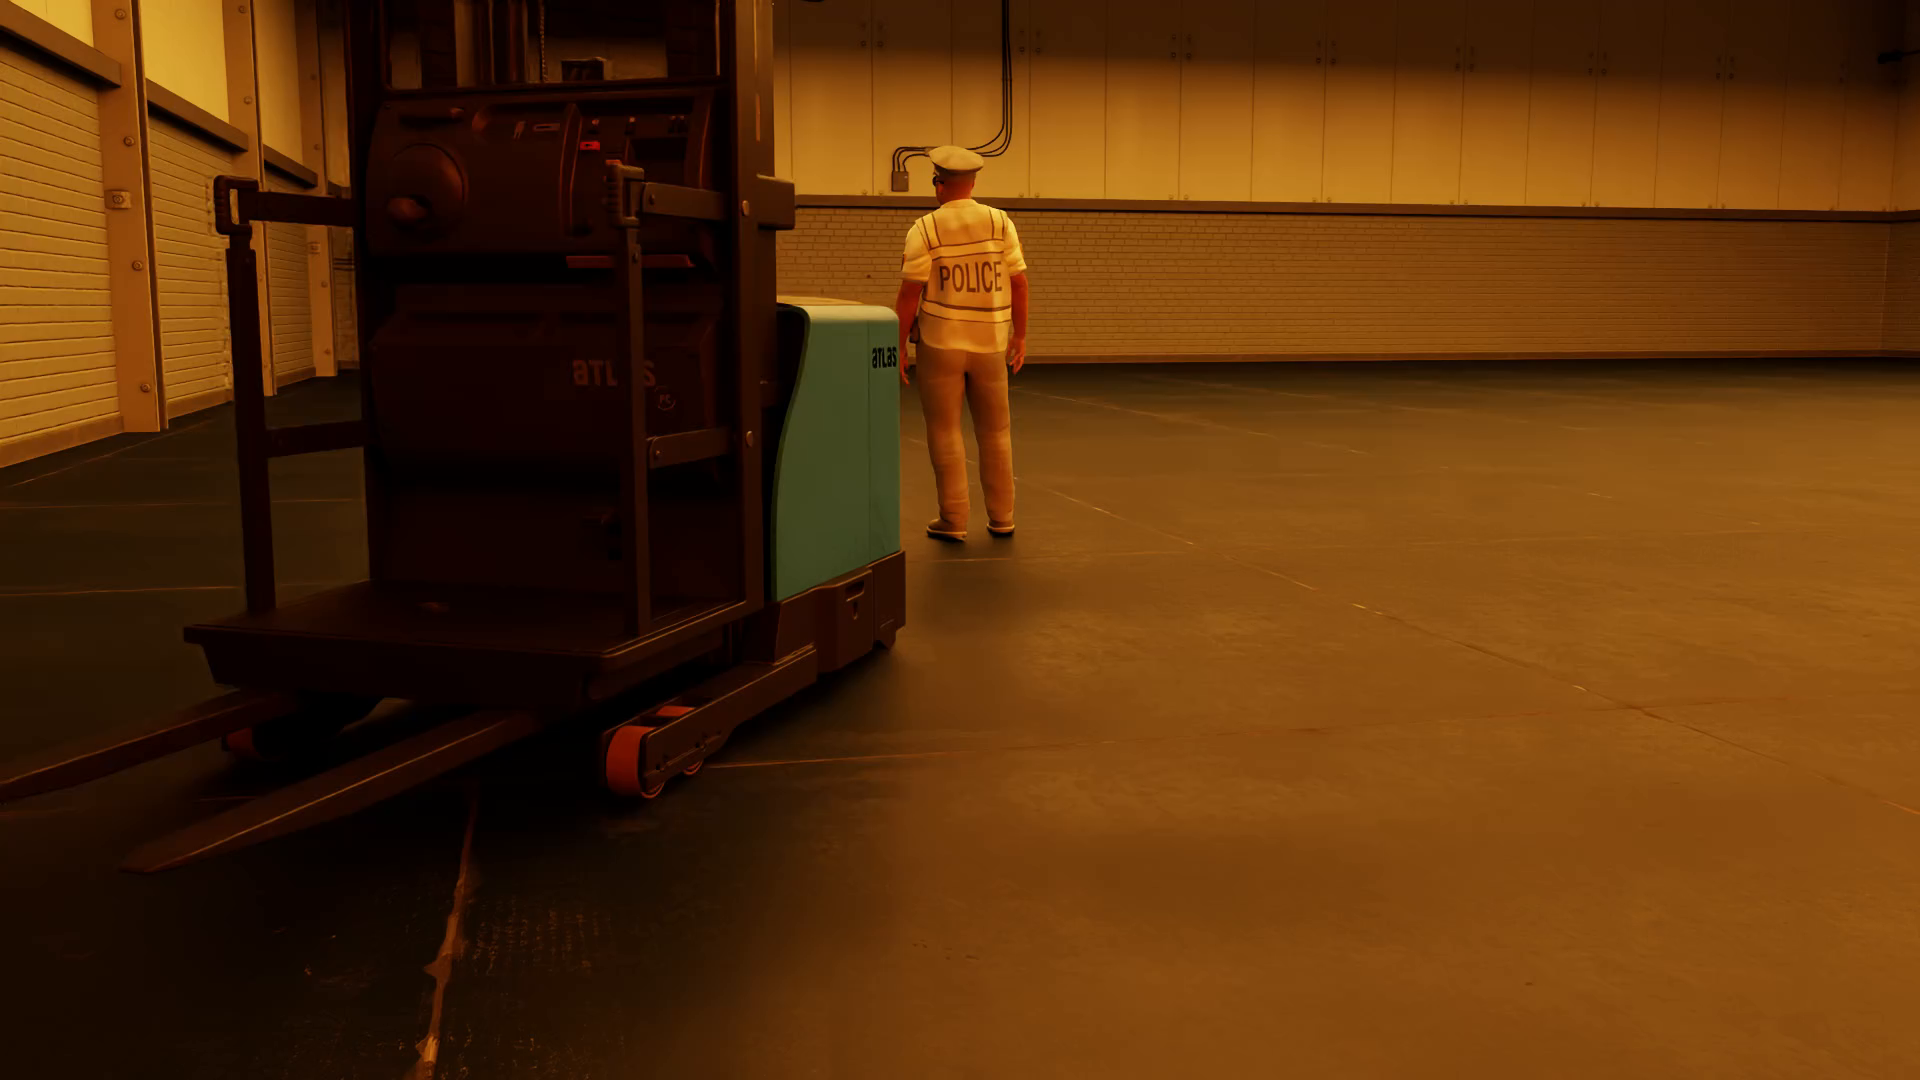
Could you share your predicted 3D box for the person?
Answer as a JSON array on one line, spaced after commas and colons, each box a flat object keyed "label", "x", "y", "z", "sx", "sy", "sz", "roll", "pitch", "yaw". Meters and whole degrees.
[{"label": "person", "x": -0.006, "y": -0.900, "z": 7.660, "sx": 0.640, "sy": 1.781, "sz": 0.575, "roll": -2, "pitch": 8, "yaw": -13}]

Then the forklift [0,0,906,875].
[{"label": "forklift", "x": -1.098, "y": -0.943, "z": 3.875, "sx": 1.130, "sy": 2.935, "sz": 3.031, "roll": 2, "pitch": 8, "yaw": 17}]
